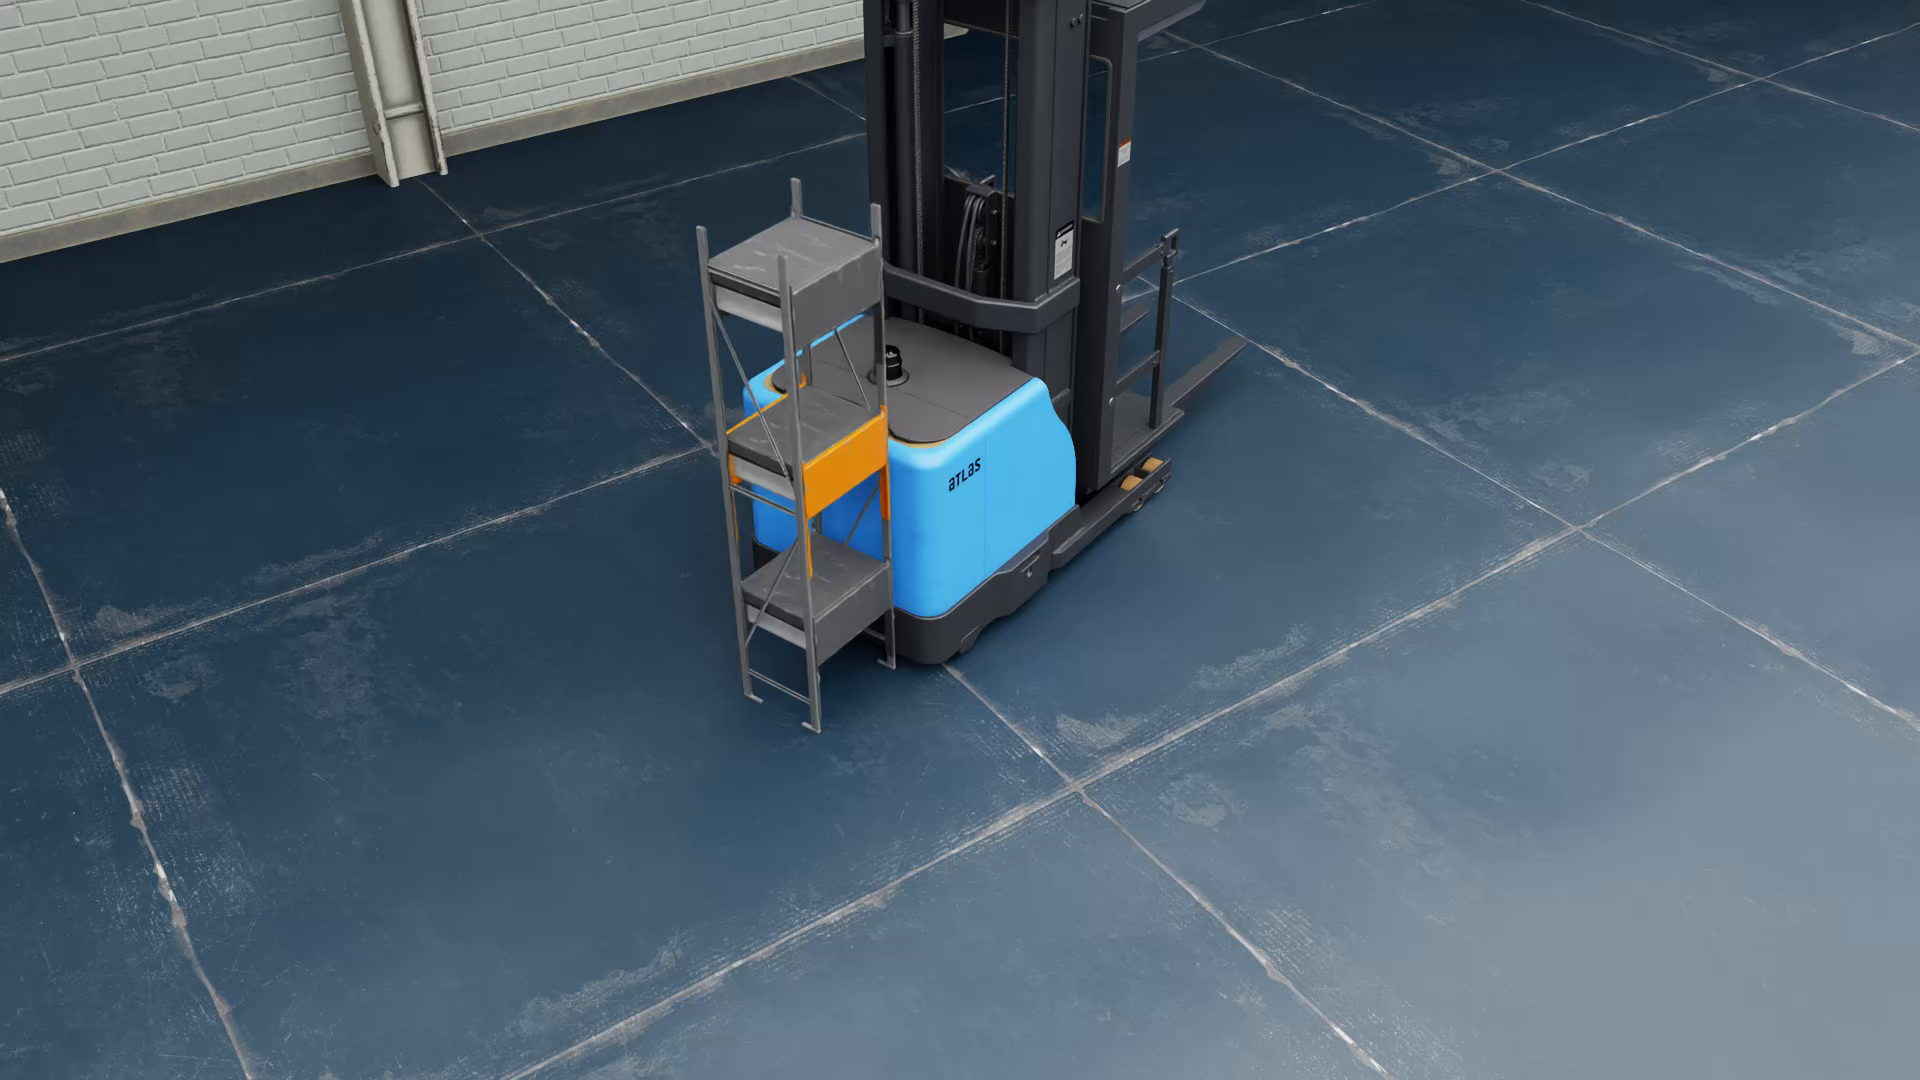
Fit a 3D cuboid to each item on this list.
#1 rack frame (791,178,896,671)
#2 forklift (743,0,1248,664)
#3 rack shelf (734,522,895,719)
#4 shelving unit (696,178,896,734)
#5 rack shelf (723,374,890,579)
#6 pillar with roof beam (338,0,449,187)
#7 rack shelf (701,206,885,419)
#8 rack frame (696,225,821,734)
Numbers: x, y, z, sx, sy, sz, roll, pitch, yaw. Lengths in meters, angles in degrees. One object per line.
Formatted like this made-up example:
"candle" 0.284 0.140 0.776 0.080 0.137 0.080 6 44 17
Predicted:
"rack frame" -0.438 -0.375 6.469 0.400 2.100 0.015 23 42 29
"forklift" 0.369 -1.482 7.301 1.130 2.935 3.031 23 42 29
"rack shelf" -0.581 0.319 6.729 0.431 0.518 0.480 23 42 29
"shelving unit" -0.582 -0.259 6.310 0.431 2.100 0.503 23 42 29
"rack shelf" -0.582 -0.248 6.318 0.431 0.518 0.480 23 42 29
"pillar with roof beam" -1.206 -4.070 5.702 0.400 9.000 9.100 -22 41 -28
"rack shelf" -0.584 -0.815 5.908 0.431 0.518 0.480 23 42 29
"rack frame" -0.727 -0.143 6.151 0.400 2.100 0.015 23 42 29
